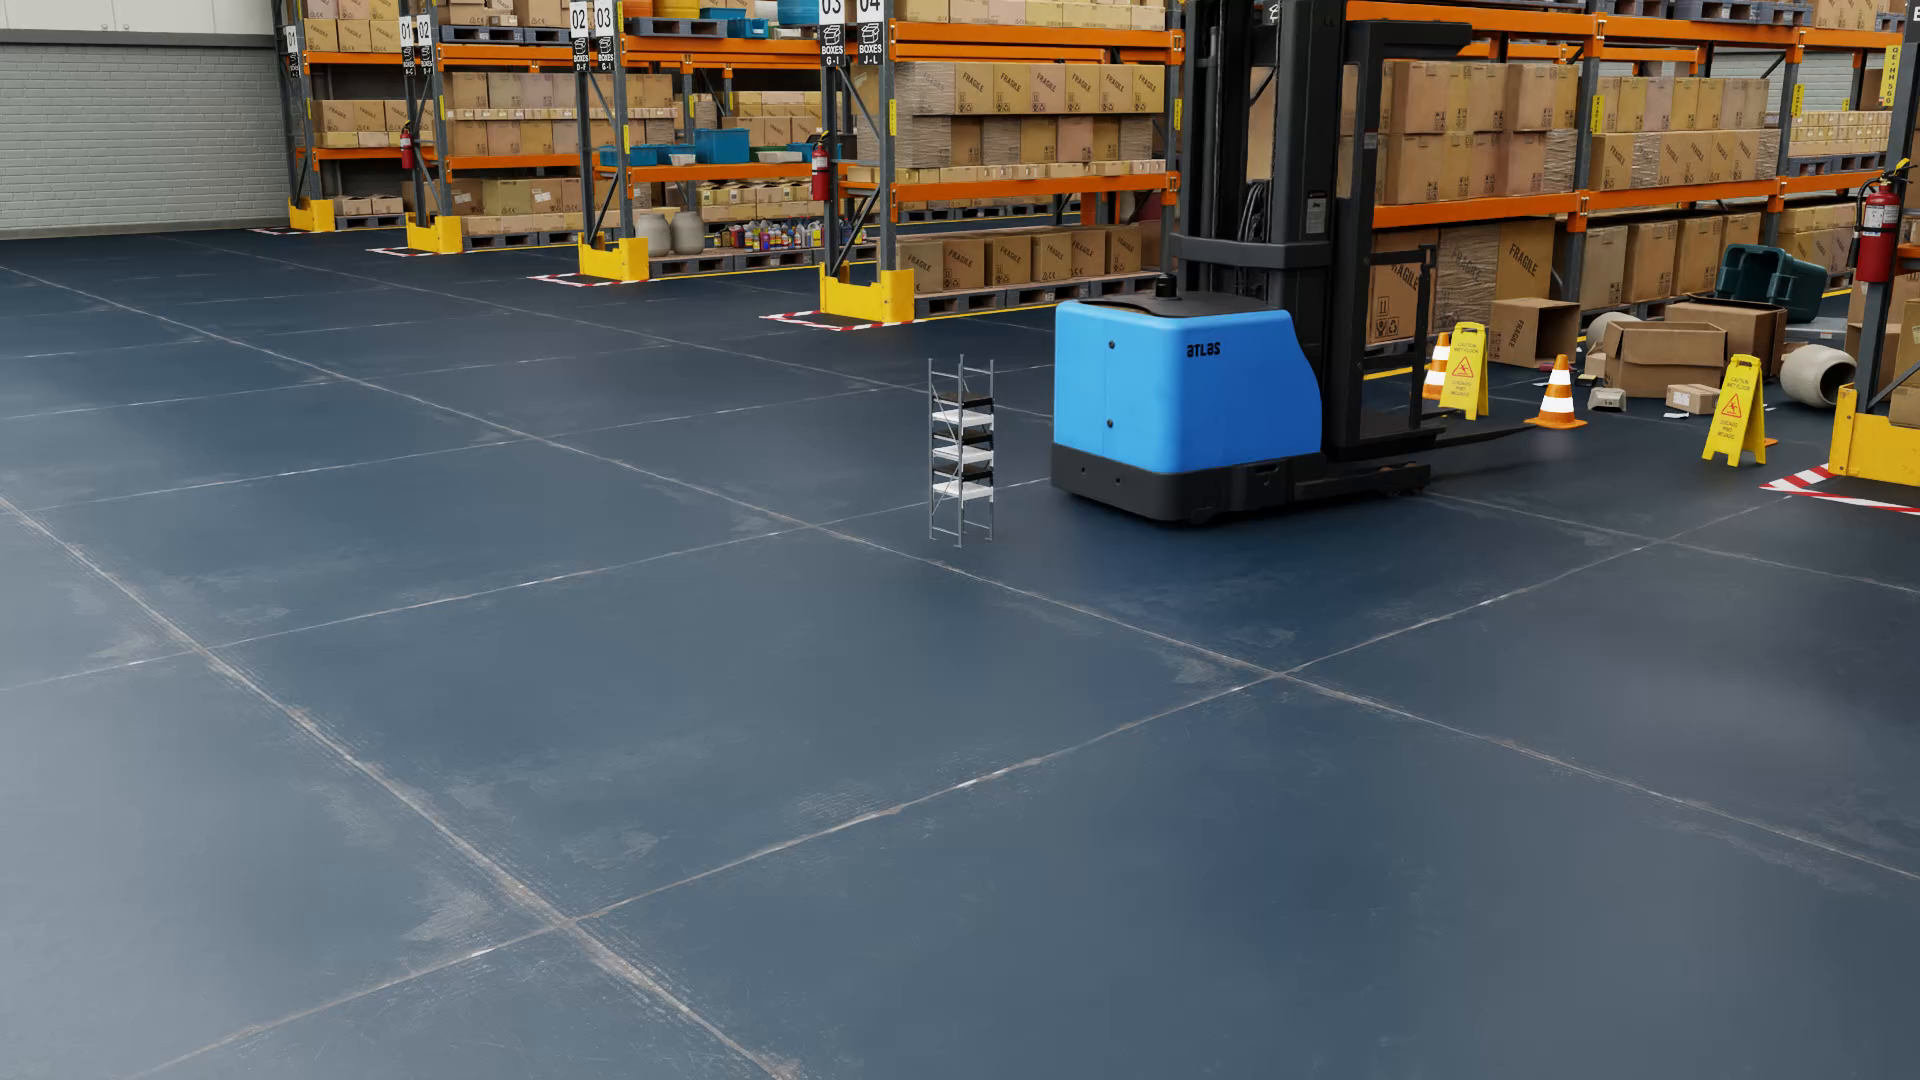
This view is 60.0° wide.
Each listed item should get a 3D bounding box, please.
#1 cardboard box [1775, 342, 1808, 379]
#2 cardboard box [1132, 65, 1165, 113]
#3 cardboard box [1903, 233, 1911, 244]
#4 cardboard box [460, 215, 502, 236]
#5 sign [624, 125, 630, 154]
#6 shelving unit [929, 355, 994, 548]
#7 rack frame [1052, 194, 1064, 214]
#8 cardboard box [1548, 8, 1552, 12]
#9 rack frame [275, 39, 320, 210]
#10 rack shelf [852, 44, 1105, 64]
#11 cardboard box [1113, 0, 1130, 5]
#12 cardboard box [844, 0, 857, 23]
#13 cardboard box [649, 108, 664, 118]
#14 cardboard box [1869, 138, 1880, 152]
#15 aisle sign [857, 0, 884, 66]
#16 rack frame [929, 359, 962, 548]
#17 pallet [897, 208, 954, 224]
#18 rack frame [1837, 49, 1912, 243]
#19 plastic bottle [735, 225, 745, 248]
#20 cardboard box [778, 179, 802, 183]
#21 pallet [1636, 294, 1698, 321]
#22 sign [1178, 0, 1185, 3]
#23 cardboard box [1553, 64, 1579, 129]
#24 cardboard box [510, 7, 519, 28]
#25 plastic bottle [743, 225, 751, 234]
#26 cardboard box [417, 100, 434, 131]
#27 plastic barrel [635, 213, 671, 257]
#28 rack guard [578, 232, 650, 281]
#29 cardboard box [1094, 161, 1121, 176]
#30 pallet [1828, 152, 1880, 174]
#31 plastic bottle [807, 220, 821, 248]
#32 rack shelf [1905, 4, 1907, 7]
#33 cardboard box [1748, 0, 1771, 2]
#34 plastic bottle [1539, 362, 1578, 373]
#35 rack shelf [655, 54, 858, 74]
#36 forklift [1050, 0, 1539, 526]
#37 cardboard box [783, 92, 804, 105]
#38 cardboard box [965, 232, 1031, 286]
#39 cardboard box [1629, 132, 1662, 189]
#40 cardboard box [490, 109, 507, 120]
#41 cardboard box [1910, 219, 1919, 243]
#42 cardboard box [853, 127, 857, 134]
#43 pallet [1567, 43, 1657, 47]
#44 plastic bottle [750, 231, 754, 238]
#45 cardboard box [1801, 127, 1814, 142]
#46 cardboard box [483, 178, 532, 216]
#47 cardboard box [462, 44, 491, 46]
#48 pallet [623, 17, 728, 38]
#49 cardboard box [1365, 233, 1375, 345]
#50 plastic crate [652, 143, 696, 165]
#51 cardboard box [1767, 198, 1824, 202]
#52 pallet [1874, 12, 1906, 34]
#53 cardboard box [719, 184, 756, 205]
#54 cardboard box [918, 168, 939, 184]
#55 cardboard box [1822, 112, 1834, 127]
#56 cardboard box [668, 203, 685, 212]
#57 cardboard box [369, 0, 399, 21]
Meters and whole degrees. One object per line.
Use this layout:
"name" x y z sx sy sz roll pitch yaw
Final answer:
"cardboard box" 6.507 -1.385 12.922 0.258 0.266 0.396 2 15 9
"cardboard box" 1.866 -4.901 18.078 0.500 0.500 0.500 -13 19 -39
"cardboard box" 11.723 -3.697 20.411 0.250 0.149 0.380 -12 19 -37
"cardboard box" -6.942 -4.529 23.908 0.500 0.250 0.500 -13 19 -39
"sign" -3.886 -4.668 19.378 0.005 0.325 0.100 -13 19 -39
"shelving unit" 0.006 -0.436 8.139 0.210 0.900 0.258 -13 19 -39
"rack frame" 1.560 -7.640 31.040 0.127 3.000 1.000 -13 19 -39
"cardboard box" 8.611 -7.604 23.891 0.500 0.500 0.700 -14 21 -43
"rack frame" -10.747 -6.571 27.038 0.127 3.000 1.000 -13 19 -39
"rack shelf" 0.283 -6.760 23.328 4.000 0.370 1.077 -13 19 -39
"cardboard box" 1.576 -5.727 17.583 0.250 0.149 0.380 -14 20 -42
"cardboard box" -0.795 -5.186 16.330 0.500 0.250 0.500 -12 19 -38
"cardboard box" -4.727 -6.517 25.386 0.250 0.149 0.380 -13 20 -41
"cardboard box" 10.290 -4.527 19.059 0.250 0.149 0.380 -14 20 -42
"aisle sign" -0.842 -4.865 15.614 0.004 0.787 0.394 -13 19 -39
"rack frame" -0.071 -0.419 8.075 0.006 0.900 0.240 -13 19 -39
"pallet" -0.869 -5.734 29.309 1.213 0.211 1.003 -13 19 -39
"rack frame" 11.240 -4.728 20.139 0.127 3.000 1.000 -13 19 -39
"plastic bottle" -2.867 -3.956 21.658 0.133 0.283 0.061 -13 19 -39
"cardboard box" -2.822 -5.900 27.952 0.500 0.311 0.500 -13 20 -41
"pallet" 6.658 -2.379 16.747 1.213 0.211 1.003 -13 19 -39
"sign" 2.387 -5.950 17.900 0.005 0.325 0.100 -13 19 -39
"cardboard box" 4.904 -3.911 14.697 0.550 0.550 0.875 -13 19 -39
"cardboard box" -6.377 -7.624 24.257 0.500 0.311 0.500 -10 18 -33
"plastic bottle" -2.833 -3.996 21.824 0.135 0.276 0.152 -13 20 -41
"cardboard box" -9.035 -7.151 28.007 0.500 0.500 0.500 -12 19 -38
"plastic barrel" -3.797 -3.770 20.557 0.421 0.512 0.421 0 15 0
"rack guard" -4.217 -3.457 20.222 0.348 0.500 1.175 -13 19 -39
"cardboard box" 1.518 -4.005 17.920 0.250 0.149 0.380 -13 19 -39
"pallet" 9.689 -4.301 18.912 1.213 0.211 1.003 -13 19 -39
"plastic bottle" -1.911 -4.000 21.694 0.185 0.351 0.144 -13 20 -40
"rack shelf" 7.022 -3.189 9.959 4.000 0.370 1.077 -13 19 -39
"cardboard box" 8.486 -5.694 17.749 0.500 0.500 0.500 -13 19 -39
"plastic bottle" 4.781 -1.371 13.265 0.283 0.061 0.133 8 17 28
"rack shelf" -2.966 -7.725 26.940 4.000 0.370 1.077 -13 19 -39
"forklift" 2.015 -1.755 9.141 3.031 2.935 1.130 -9 18 -31
"cardboard box" -3.421 -8.694 32.722 0.500 0.250 0.500 -12 19 -39
"cardboard box" 0.403 -2.986 17.647 0.500 0.500 0.500 -10 18 -34
"cardboard box" 6.159 -3.544 15.510 0.500 0.500 0.500 -12 19 -39
"cardboard box" -6.669 -6.081 23.751 0.250 0.149 0.380 -13 19 -39
"cardboard box" 5.773 -1.797 9.652 0.250 0.149 0.380 -13 20 -40
"cardboard box" -1.760 -6.866 28.316 0.500 0.311 0.500 -11 19 -36
"pallet" 9.604 -7.459 24.723 1.213 0.211 1.003 -13 19 -39
"plastic bottle" -2.737 -3.939 21.754 0.097 0.201 0.097 0 15 0
"cardboard box" 8.922 -4.365 17.875 0.250 0.149 0.380 -11 19 -37
"cardboard box" -6.566 -4.977 24.130 0.500 0.500 0.500 -13 19 -39
"cardboard box" -8.338 -8.539 28.360 0.500 0.500 0.500 14 20 42
"pallet" -3.555 -6.121 19.908 1.213 0.211 1.003 -13 19 -39
"cardboard box" 2.656 -1.999 13.226 0.875 0.875 0.875 -13 19 -39
"plastic crate" -3.569 -4.822 20.779 0.408 0.251 0.499 -13 19 -39
"cardboard box" 9.721 -3.836 19.374 0.500 0.250 0.500 -12 19 -37
"pallet" 9.924 -5.826 18.802 1.003 0.211 1.213 -13 19 -39
"cardboard box" -3.618 -5.536 26.589 0.500 0.311 0.500 -13 20 -40
"cardboard box" -0.420 -3.597 16.391 0.250 0.149 0.380 -13 19 -39
"cardboard box" 9.287 -4.592 18.147 0.250 0.149 0.380 -14 20 -42
"cardboard box" -4.352 -5.286 26.741 0.500 0.250 0.500 -13 20 -40
"cardboard box" -9.506 -8.743 27.188 0.500 0.500 0.500 -12 19 -38
